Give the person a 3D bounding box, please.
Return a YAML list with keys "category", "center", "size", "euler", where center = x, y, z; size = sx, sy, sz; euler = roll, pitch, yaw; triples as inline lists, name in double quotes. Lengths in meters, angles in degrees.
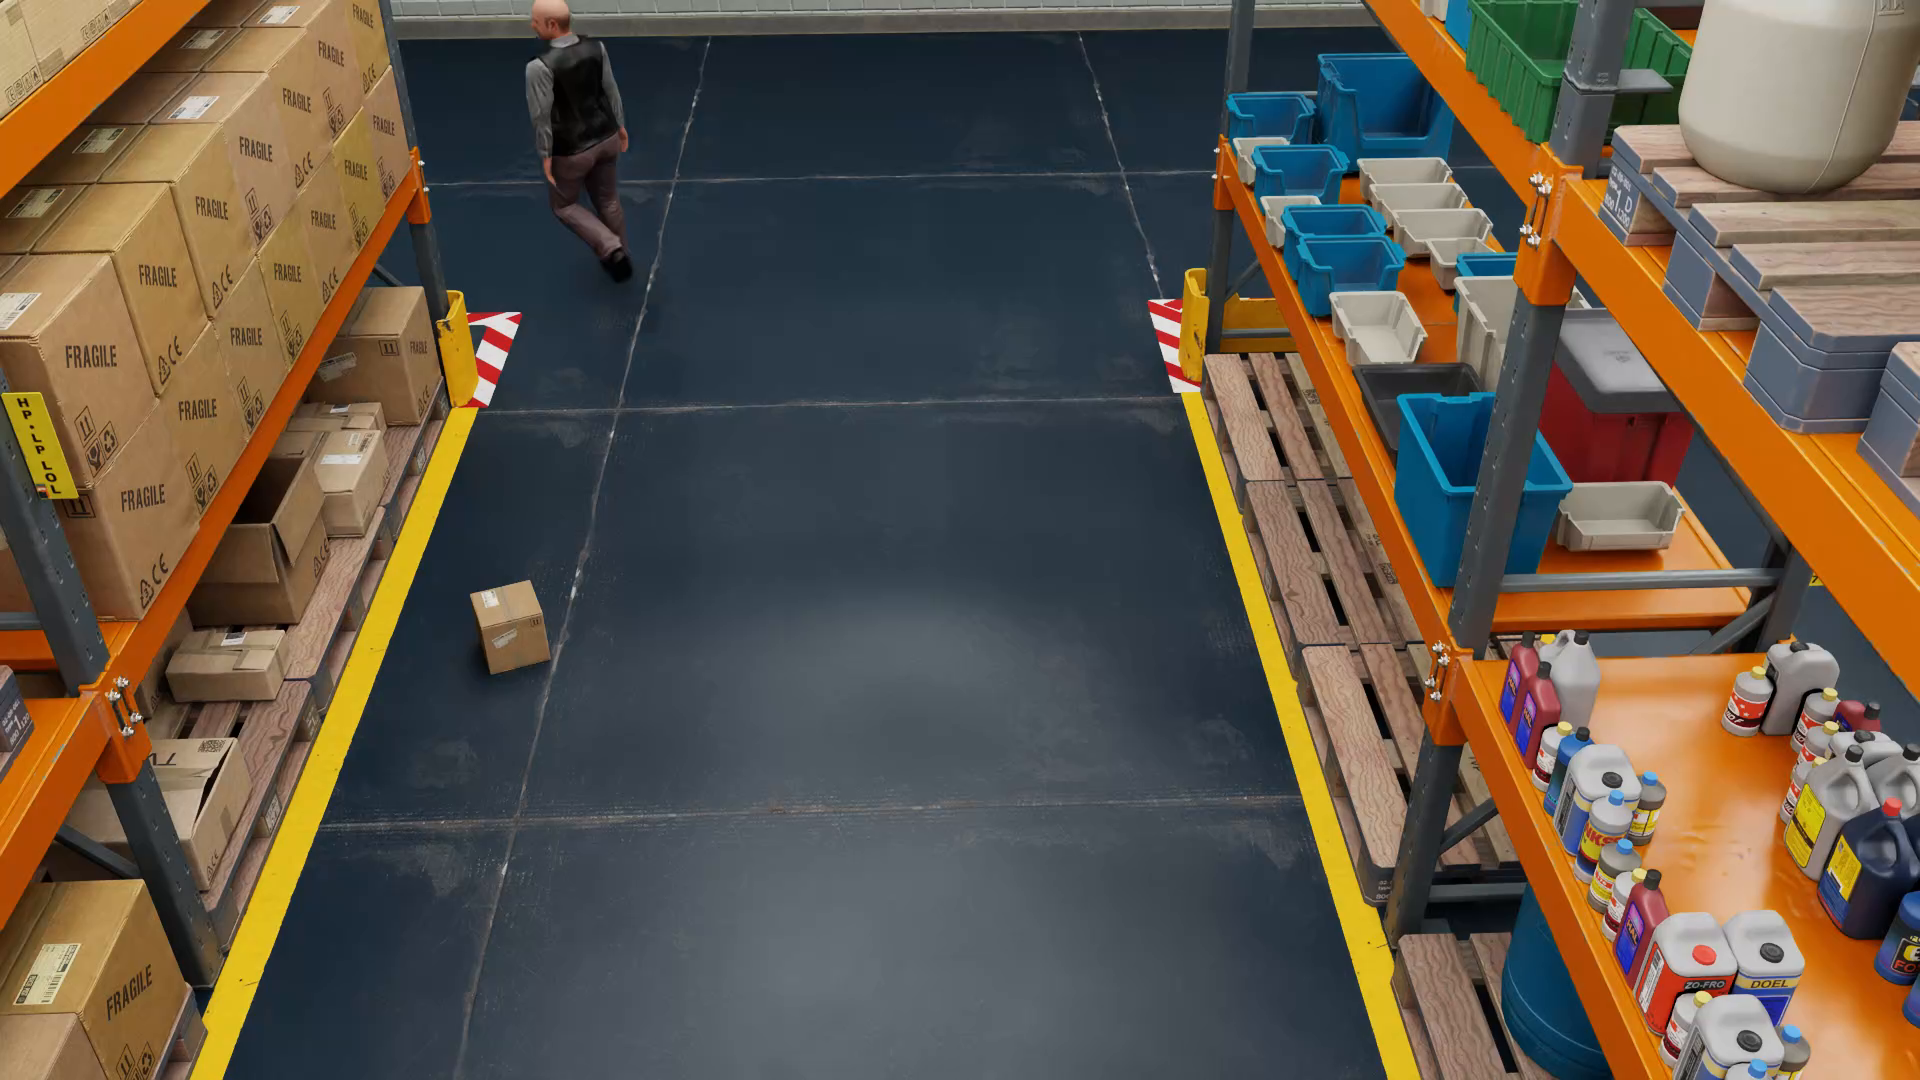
- category: "person"
  center: [-2.085, -2.193, 9.280]
  size: [0.540, 1.693, 0.652]
  euler: [30, 45, 35]
